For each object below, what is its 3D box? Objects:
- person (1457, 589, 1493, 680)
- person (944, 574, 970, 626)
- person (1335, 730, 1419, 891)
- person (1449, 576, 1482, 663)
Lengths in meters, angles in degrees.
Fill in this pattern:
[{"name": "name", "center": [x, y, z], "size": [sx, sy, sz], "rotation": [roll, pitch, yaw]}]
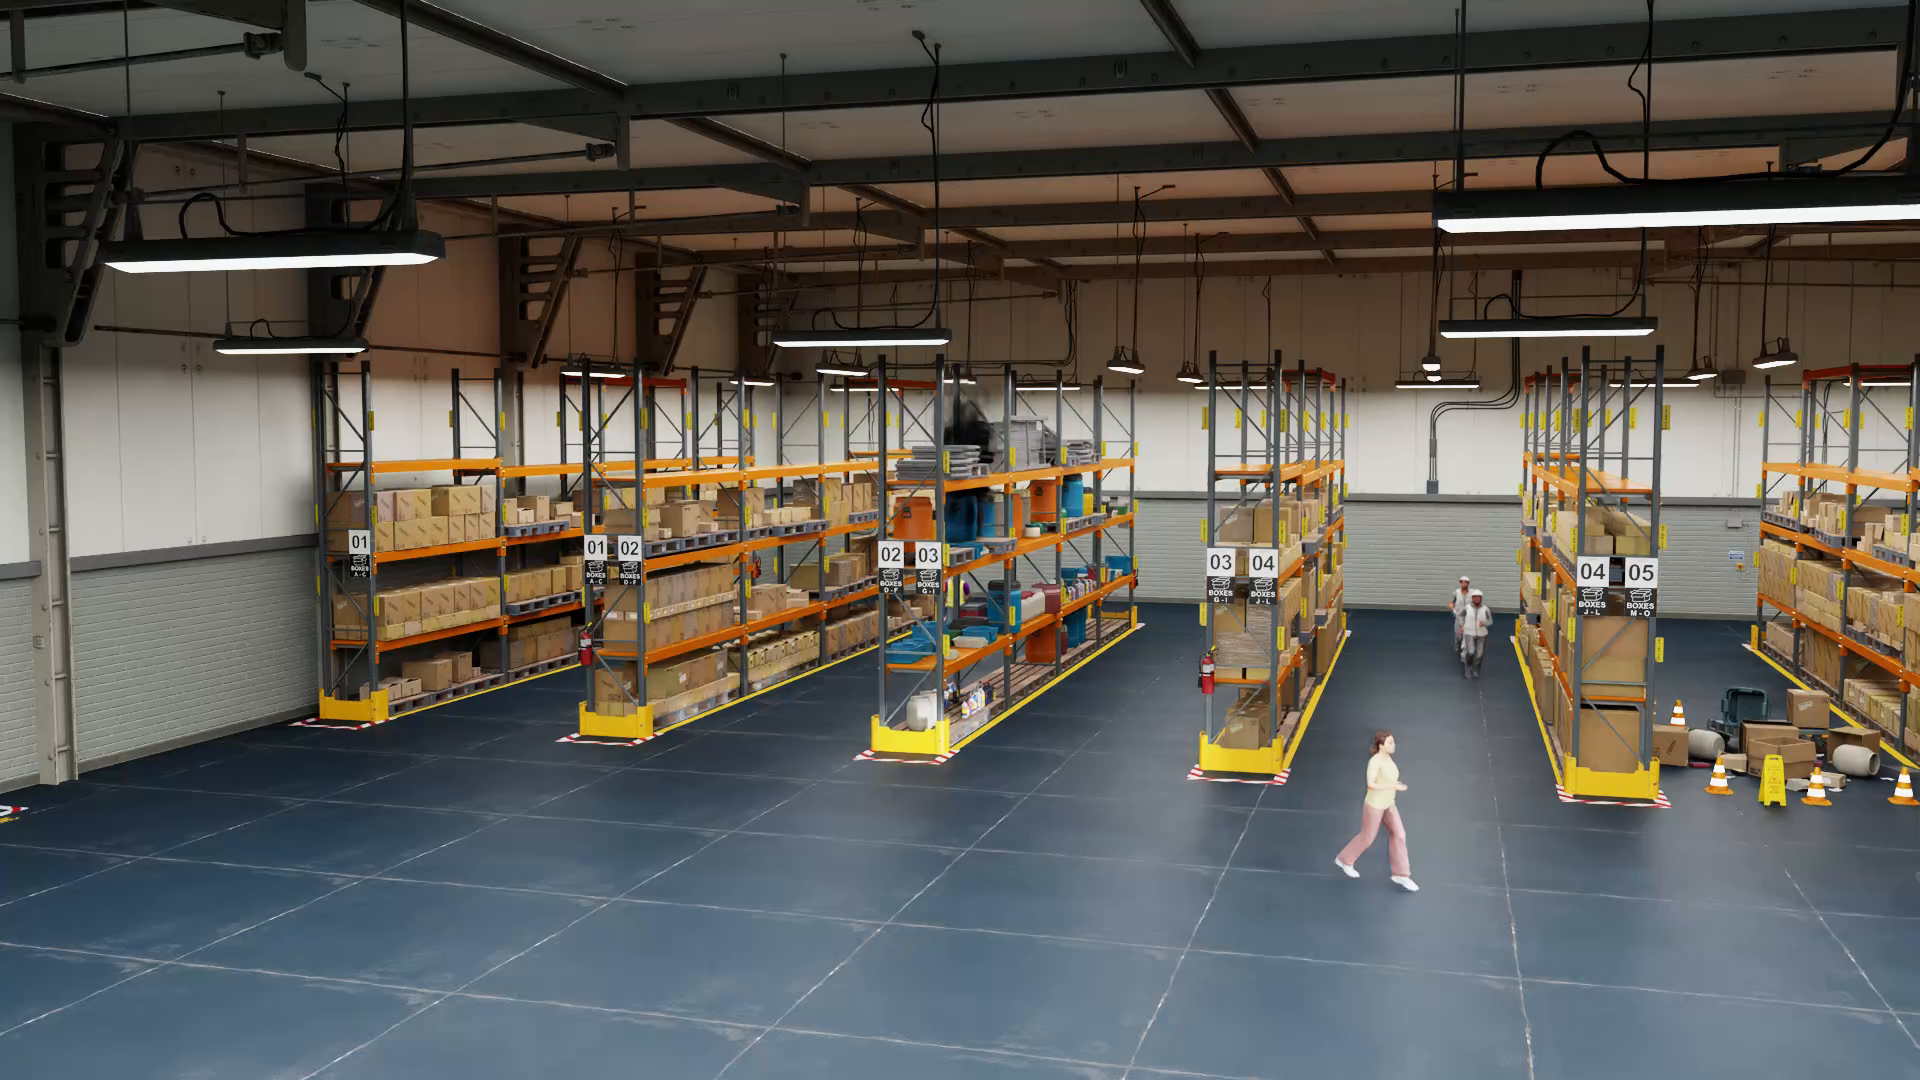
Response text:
[{"name": "person", "center": [9.934, 1.831, 32.043], "size": [0.637, 1.750, 0.670], "rotation": [1, 4, 11]}, {"name": "person", "center": [-0.110, 1.485, 37.122], "size": [0.676, 1.720, 0.571], "rotation": [0, 4, 4]}, {"name": "person", "center": [4.489, 2.877, 17.898], "size": [0.927, 1.682, 0.540], "rotation": [4, 6, 43]}, {"name": "person", "center": [10.574, 1.642, 34.824], "size": [0.664, 1.780, 0.873], "rotation": [1, 4, 18]}]
